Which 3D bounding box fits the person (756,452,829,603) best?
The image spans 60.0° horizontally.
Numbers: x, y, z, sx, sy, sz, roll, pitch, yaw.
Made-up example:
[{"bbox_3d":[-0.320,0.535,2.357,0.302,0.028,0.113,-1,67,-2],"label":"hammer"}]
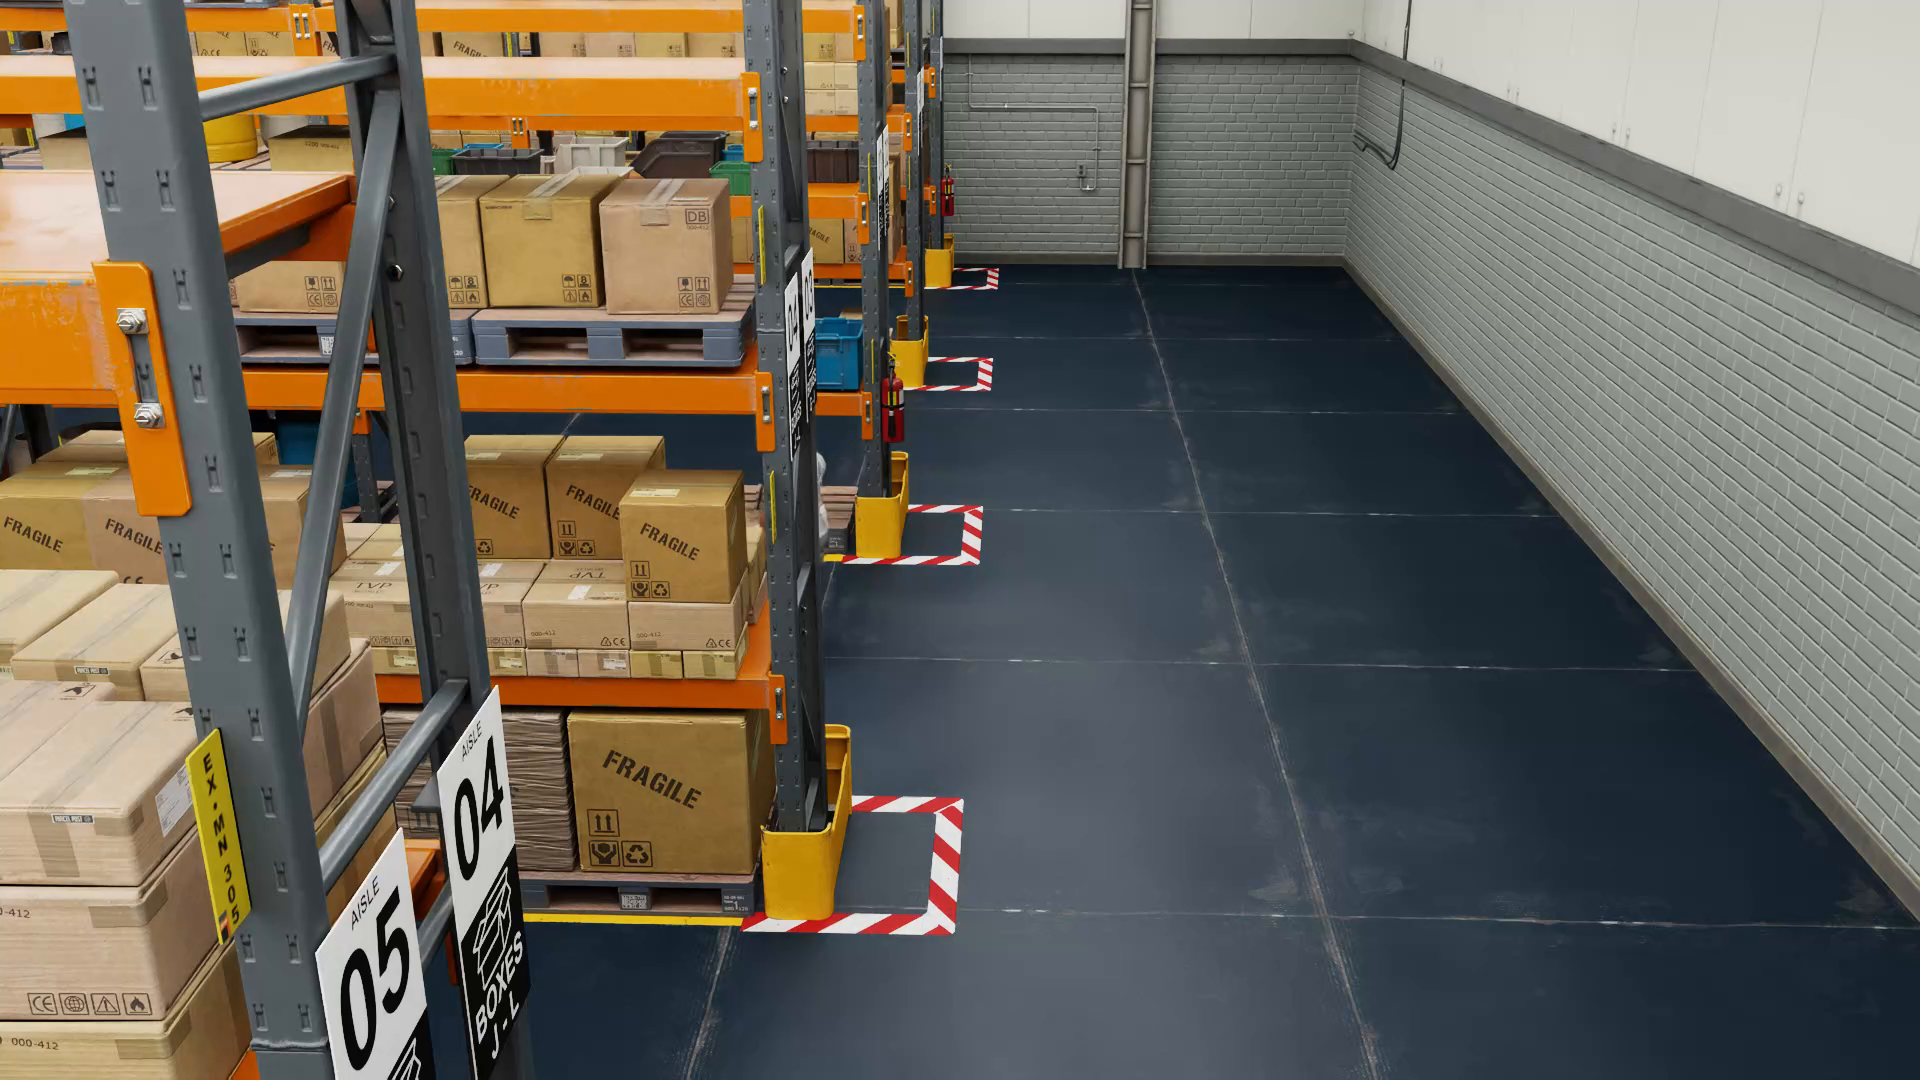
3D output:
[{"bbox_3d":[-1.147,-0.029,11.117,0.501,1.673,0.496,18,27,39],"label":"person"}]
